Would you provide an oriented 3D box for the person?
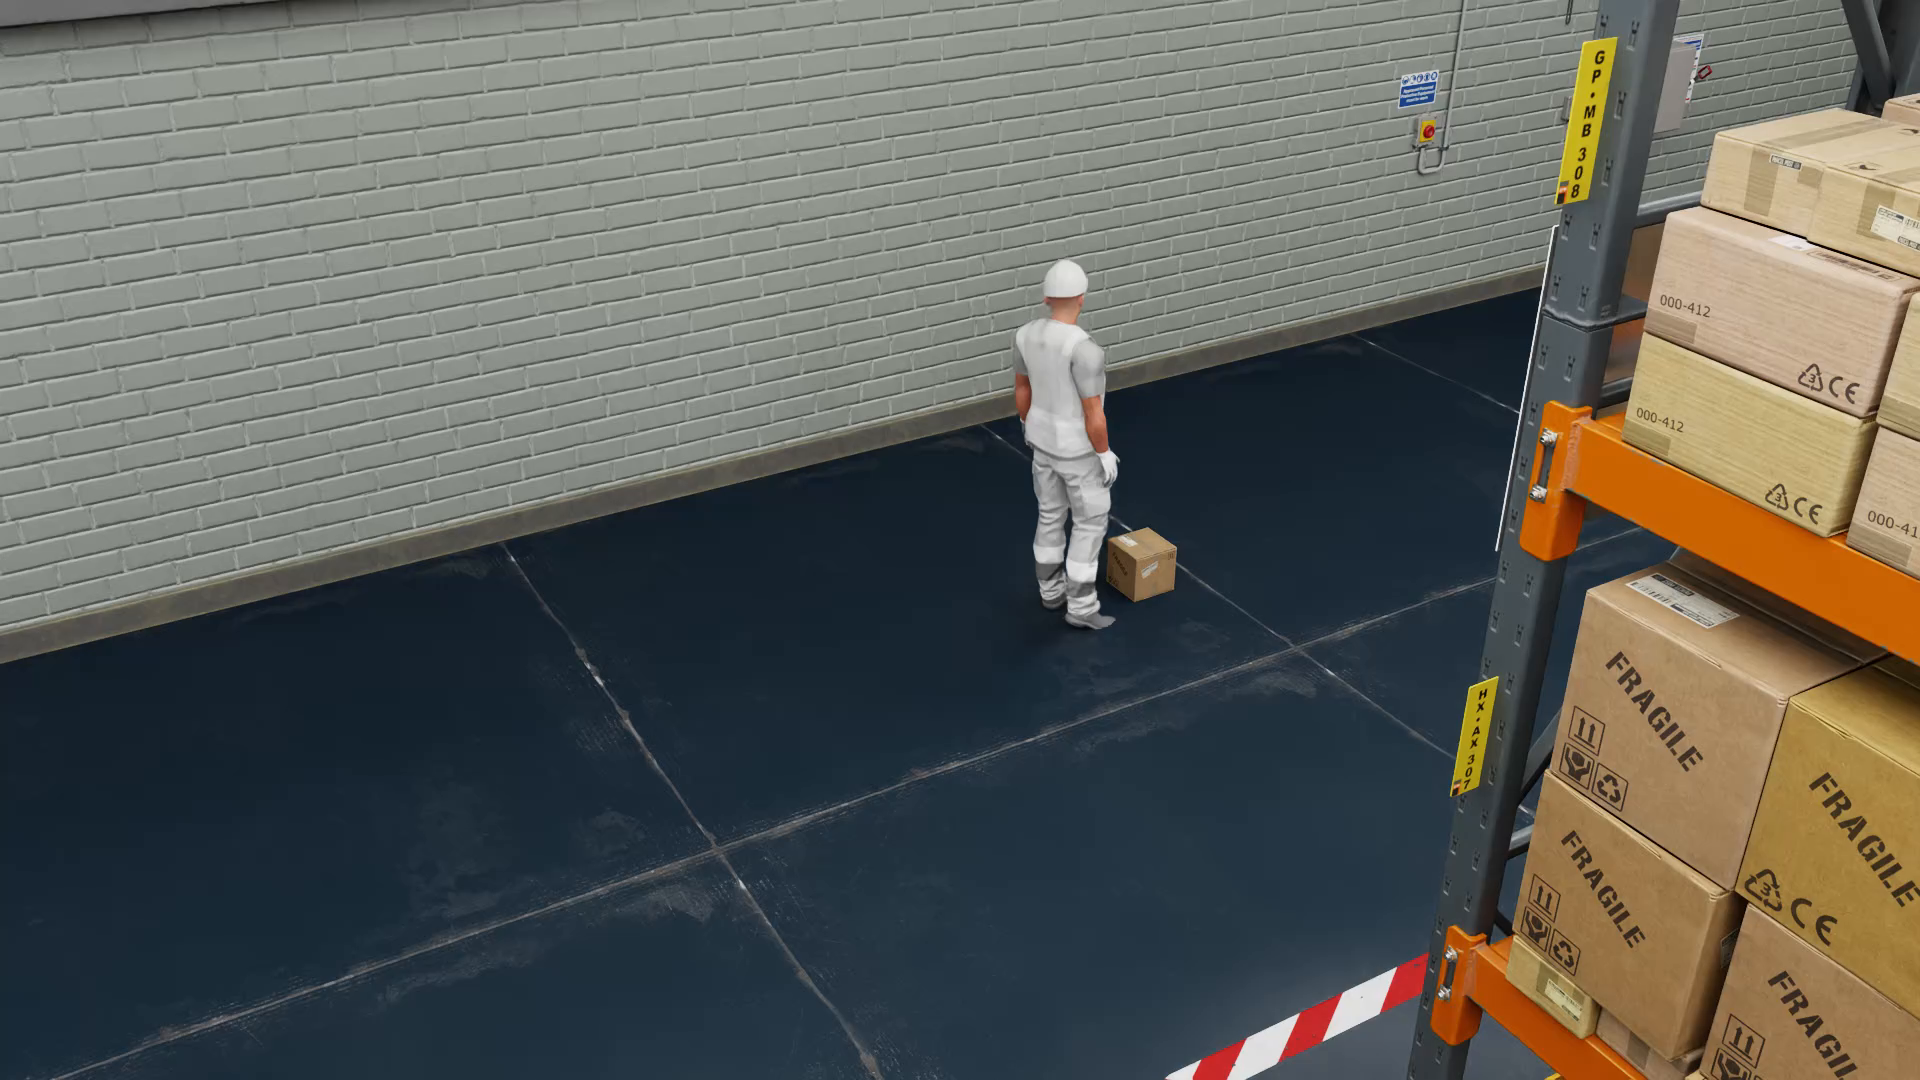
[{"bbox_3d":[0.516,-0.438,7.925,0.401,1.849,0.630,-20,35,-32],"label":"person"}]
